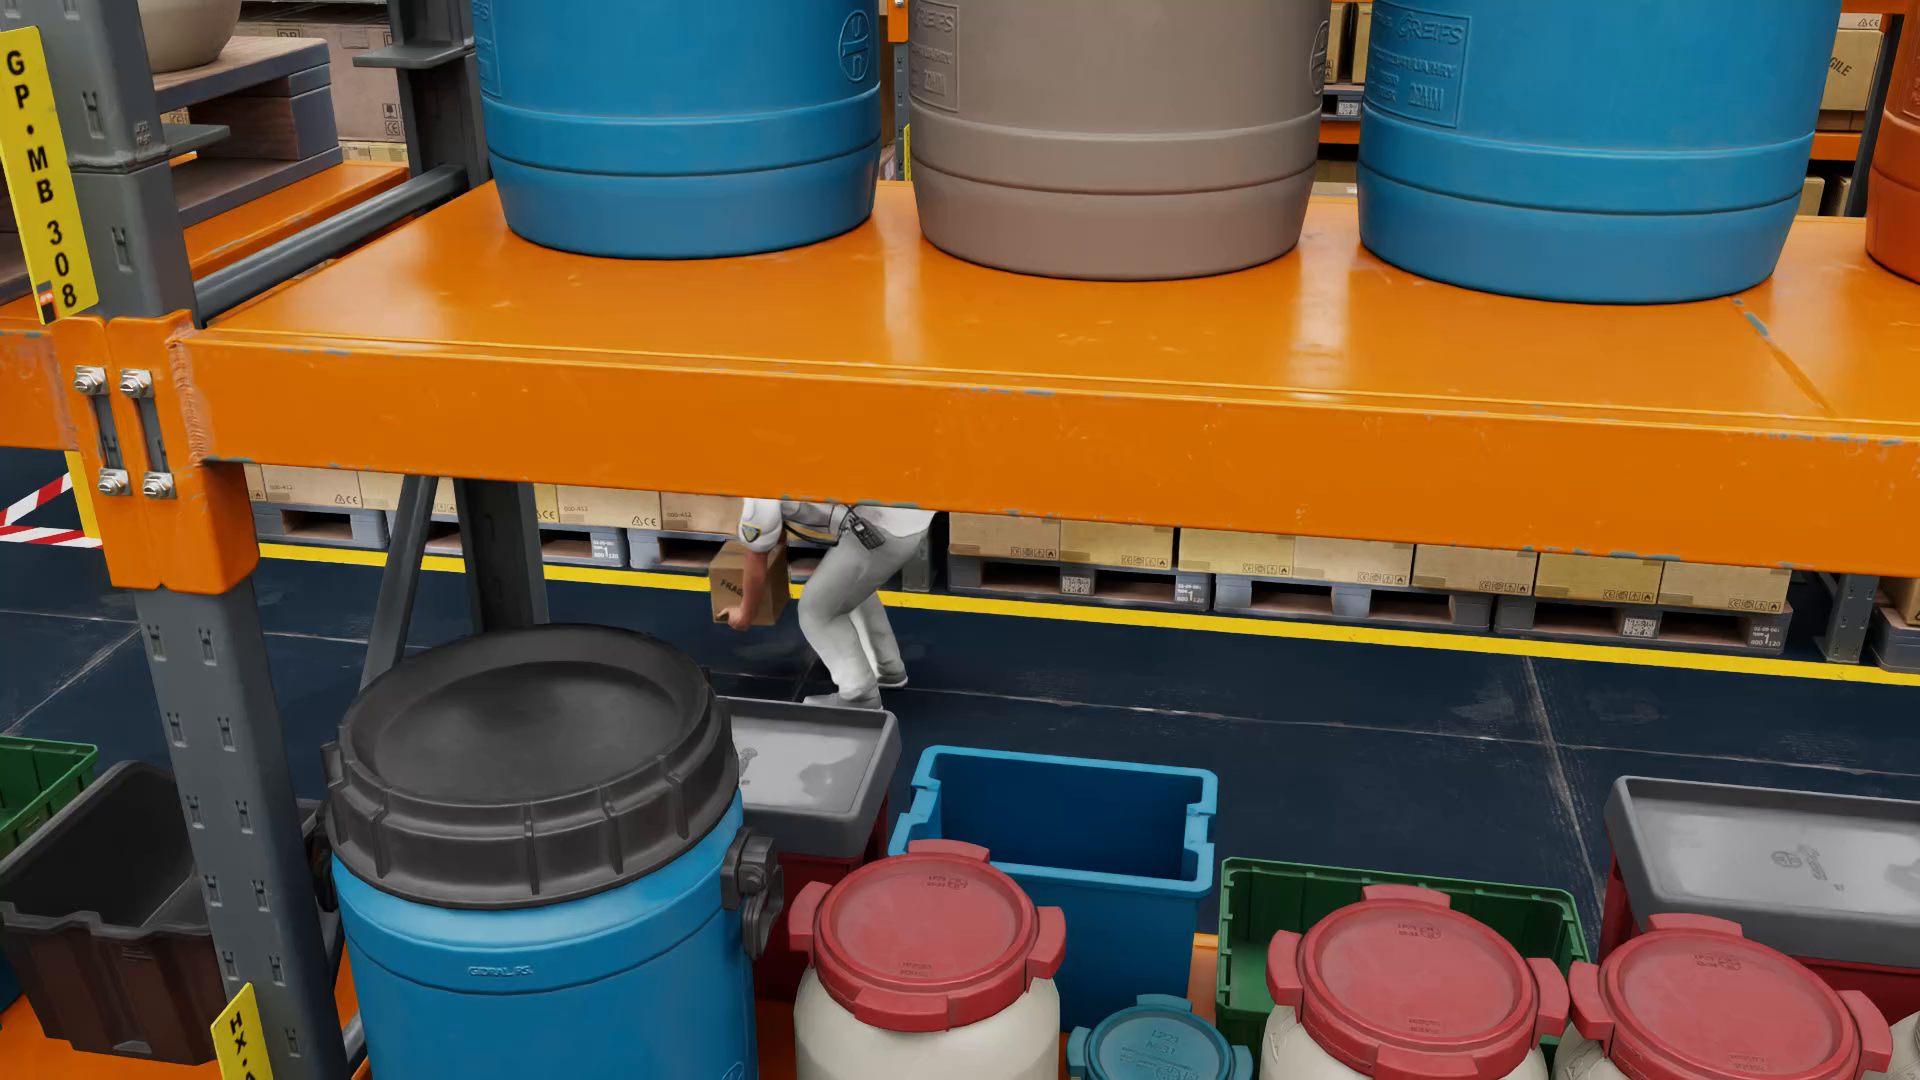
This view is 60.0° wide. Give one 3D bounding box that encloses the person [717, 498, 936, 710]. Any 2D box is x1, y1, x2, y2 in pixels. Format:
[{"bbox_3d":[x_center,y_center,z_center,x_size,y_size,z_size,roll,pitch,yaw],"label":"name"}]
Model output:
[{"bbox_3d":[-0.606,0.084,6.561,1.021,1.215,0.511,4,25,9],"label":"person"}]
